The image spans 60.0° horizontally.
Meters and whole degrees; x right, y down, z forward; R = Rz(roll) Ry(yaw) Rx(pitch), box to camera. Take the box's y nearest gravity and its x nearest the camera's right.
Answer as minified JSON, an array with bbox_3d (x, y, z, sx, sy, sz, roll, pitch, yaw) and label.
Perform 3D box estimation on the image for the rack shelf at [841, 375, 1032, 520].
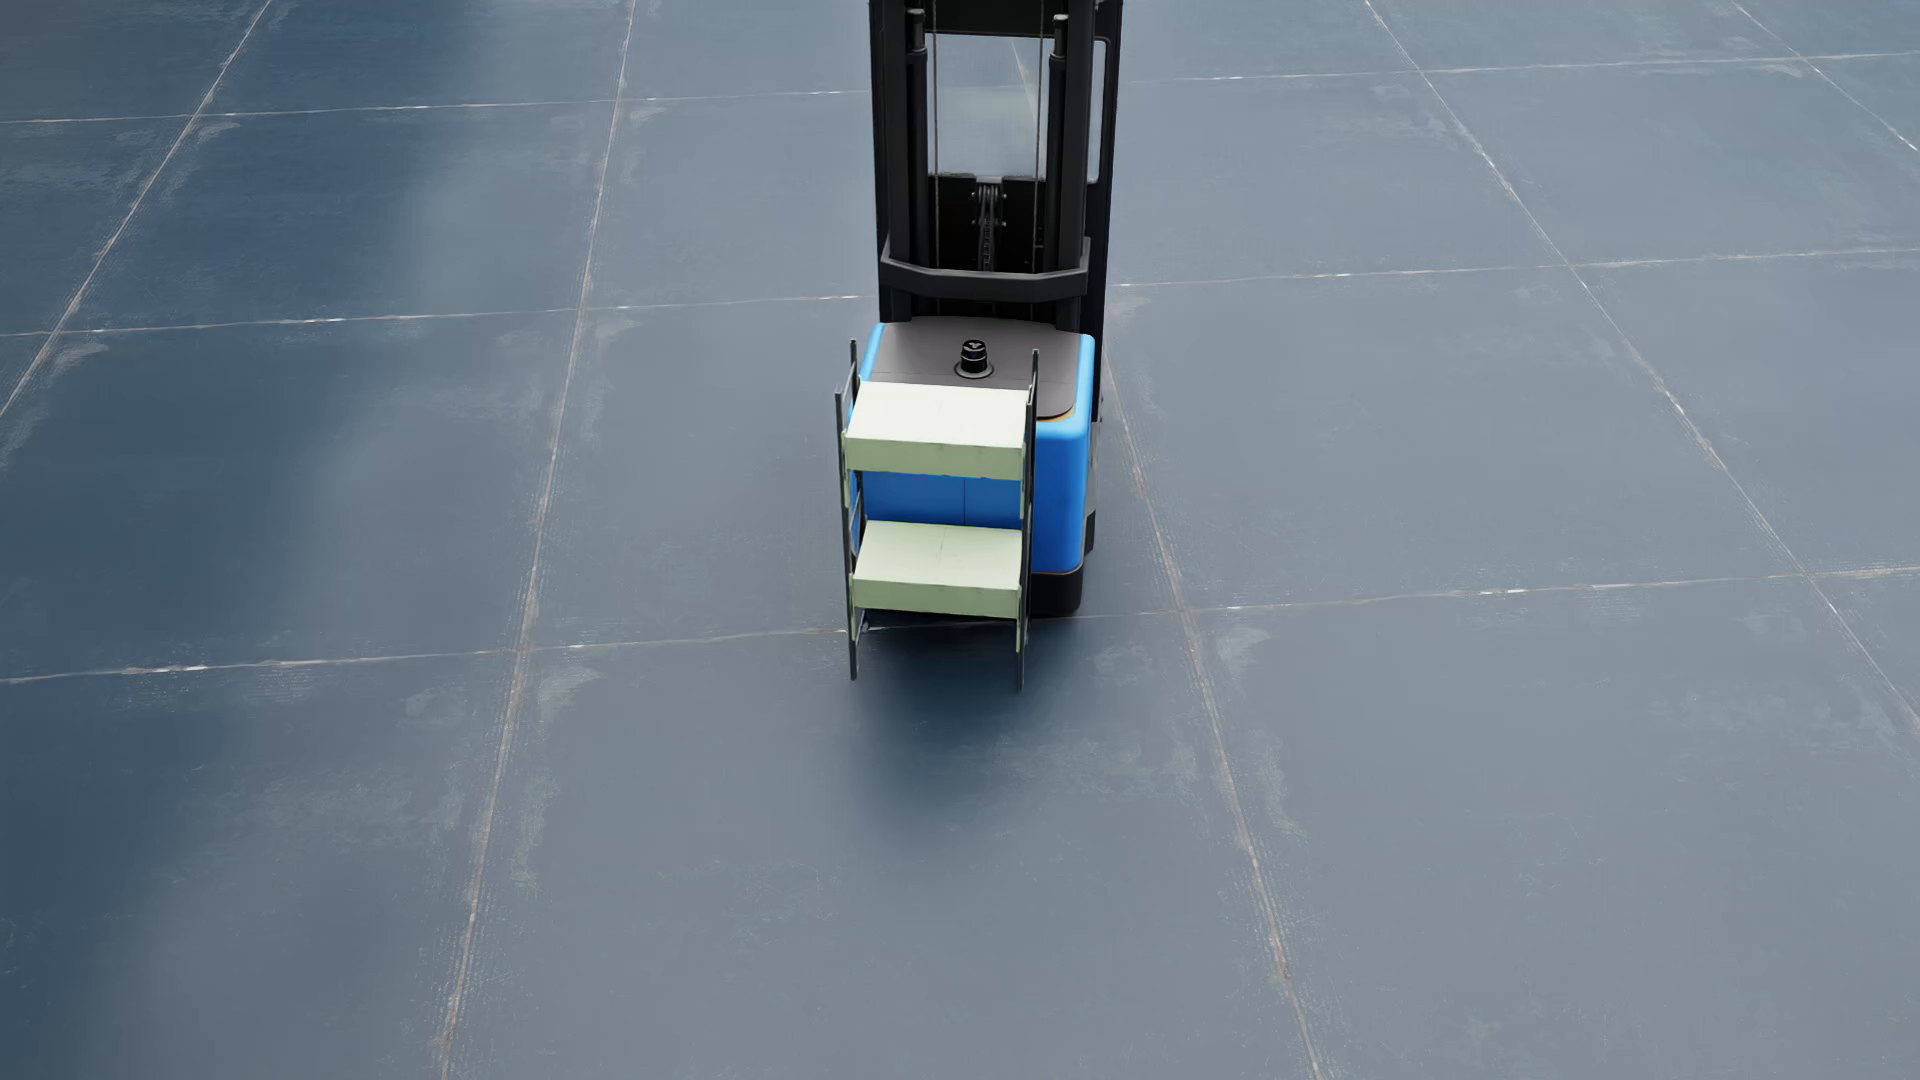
[{"bbox_3d":[-0.083,-0.377,6.709,0.720,0.370,0.431,4,38,5],"label":"rack shelf"}]

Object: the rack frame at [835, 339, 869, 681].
[{"bbox_3d":[-0.447,-0.095,6.982,0.023,1.500,0.400,4,38,5],"label":"rack frame"}]

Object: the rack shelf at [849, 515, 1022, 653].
[{"bbox_3d":[-0.083,0.185,7.153,0.720,0.370,0.431,4,38,5],"label":"rack shelf"}]

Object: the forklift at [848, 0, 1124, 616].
[{"bbox_3d":[0.180,-1.712,7.876,1.130,2.935,3.031,4,38,5],"label":"forklift"}]

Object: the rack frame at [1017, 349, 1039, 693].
[{"bbox_3d":[0.281,-0.047,6.920,0.023,1.500,0.400,4,38,5],"label":"rack frame"}]

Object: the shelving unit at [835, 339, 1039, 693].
[{"bbox_3d":[-0.083,-0.071,6.951,0.755,1.500,0.431,4,38,5],"label":"shelving unit"}]
